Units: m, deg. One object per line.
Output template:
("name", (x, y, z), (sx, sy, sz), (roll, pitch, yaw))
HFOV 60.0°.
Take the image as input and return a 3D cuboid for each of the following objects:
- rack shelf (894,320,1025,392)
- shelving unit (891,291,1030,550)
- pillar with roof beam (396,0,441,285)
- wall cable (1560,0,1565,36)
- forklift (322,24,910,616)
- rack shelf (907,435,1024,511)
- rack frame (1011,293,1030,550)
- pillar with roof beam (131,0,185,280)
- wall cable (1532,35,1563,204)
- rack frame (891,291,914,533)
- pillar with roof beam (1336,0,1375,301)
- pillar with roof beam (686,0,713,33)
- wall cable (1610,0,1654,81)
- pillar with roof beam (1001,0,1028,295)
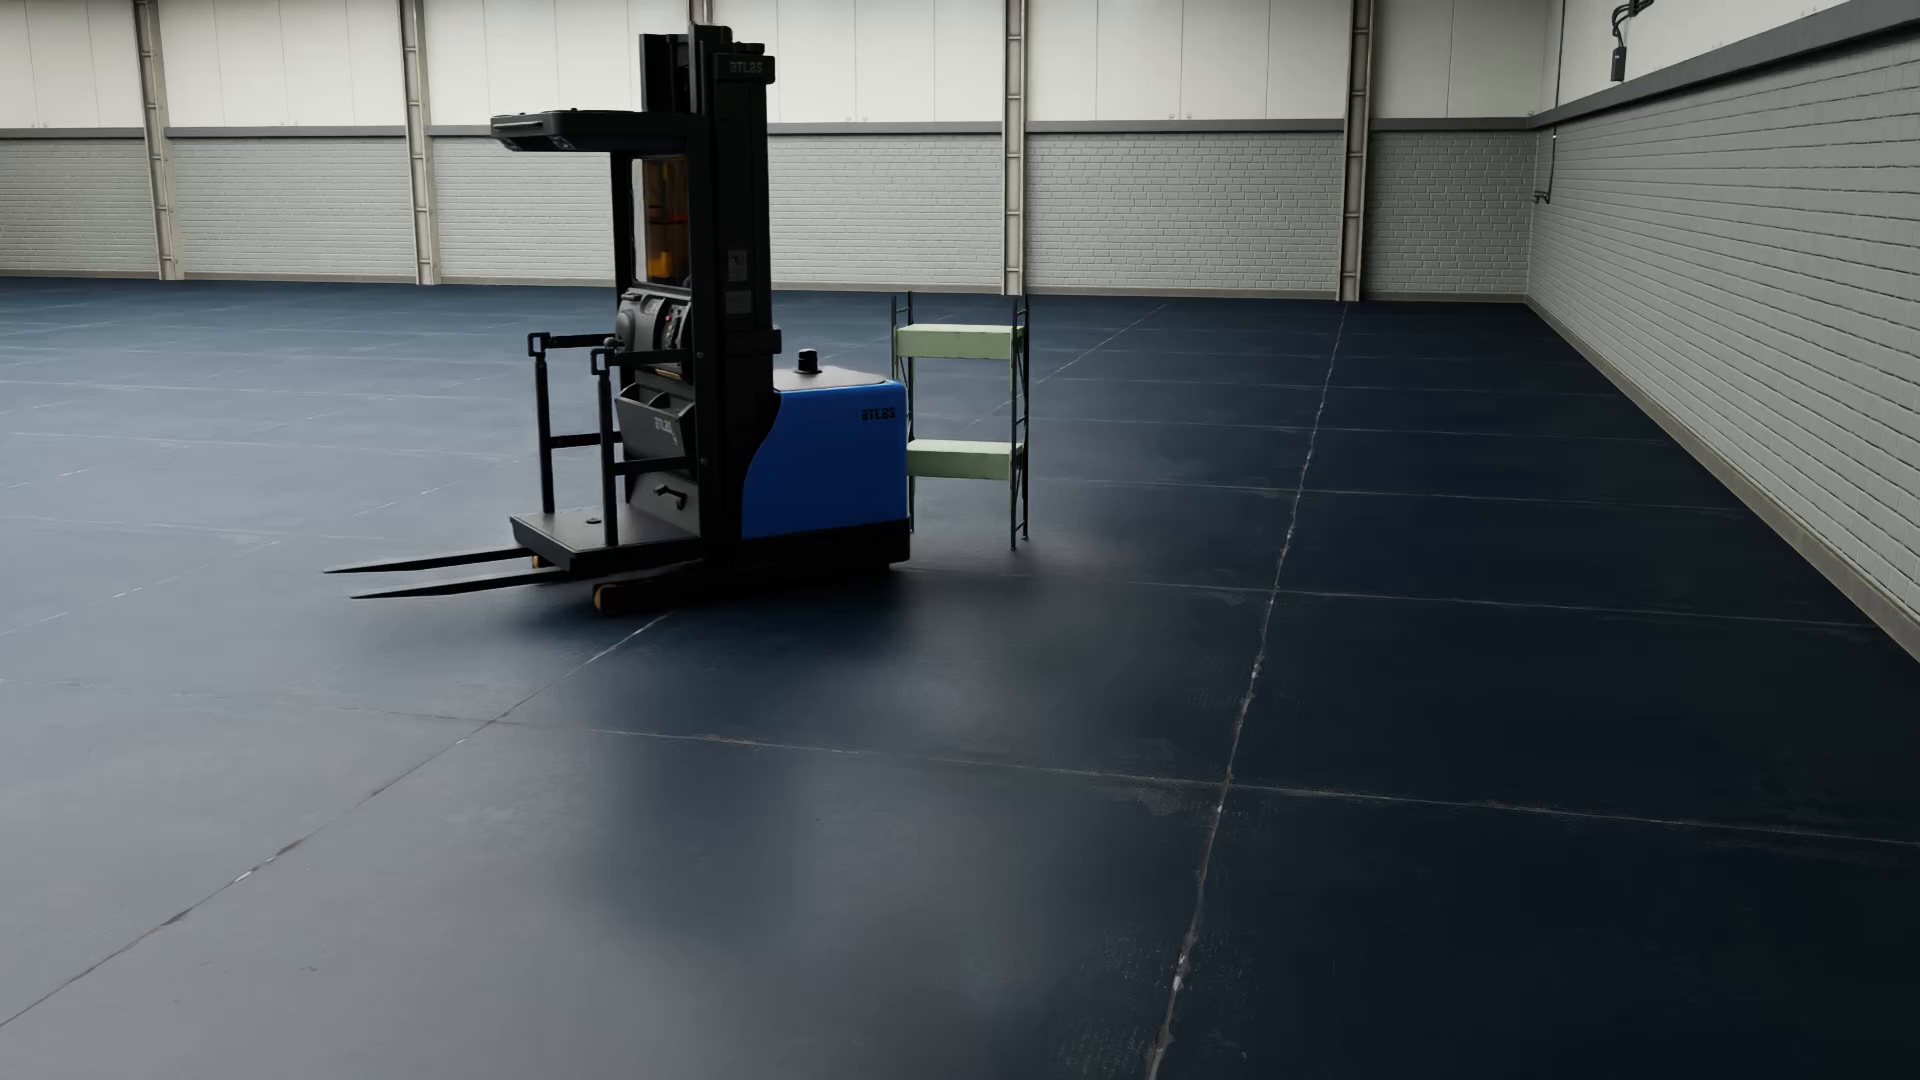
("rack shelf", (0.006, -1.113, 9.985), (0.720, 0.370, 0.431), (3, 13, 14))
("shelving unit", (0.006, -0.732, 10.070), (0.755, 1.500, 0.431), (3, 13, 14))
("pillar with roof beam", (-11.698, -8.631, 28.360), (0.400, 9.000, 9.100), (3, 13, 14))
("wall cable", (8.704, -8.552, 23.513), (0.112, 2.526, 3.097), (3, 13, 14))
("forklift", (-1.806, -1.173, 8.752), (3.031, 2.935, 1.130), (-8, 15, -31))
("rack shelf", (0.006, -0.414, 10.140), (0.720, 0.370, 0.431), (3, 13, 14))
("rack frame", (0.362, -0.713, 9.984), (0.023, 1.500, 0.400), (3, 13, 14))
("pillar with roof beam", (-17.523, -8.942, 29.763), (0.400, 9.000, 9.100), (3, 13, 14))
("wall cable", (9.353, -6.655, 26.624), (0.112, 2.526, 3.097), (3, 13, 14))
("rack frame", (-0.349, -0.751, 10.155), (0.023, 1.500, 0.400), (3, 13, 14))
("pillar with roof beam", (5.778, -7.697, 24.149), (0.400, 9.000, 9.100), (3, 13, 14))
("pillar with roof beam", (-5.873, -8.320, 26.956), (0.400, 9.000, 9.100), (3, 13, 14))
("wall cable", (7.063, -7.836, 16.925), (0.169, 6.003, 2.305), (3, 13, 14))
("pillar with roof beam", (-0.047, -8.008, 25.553), (0.400, 9.000, 9.100), (3, 13, 14))
